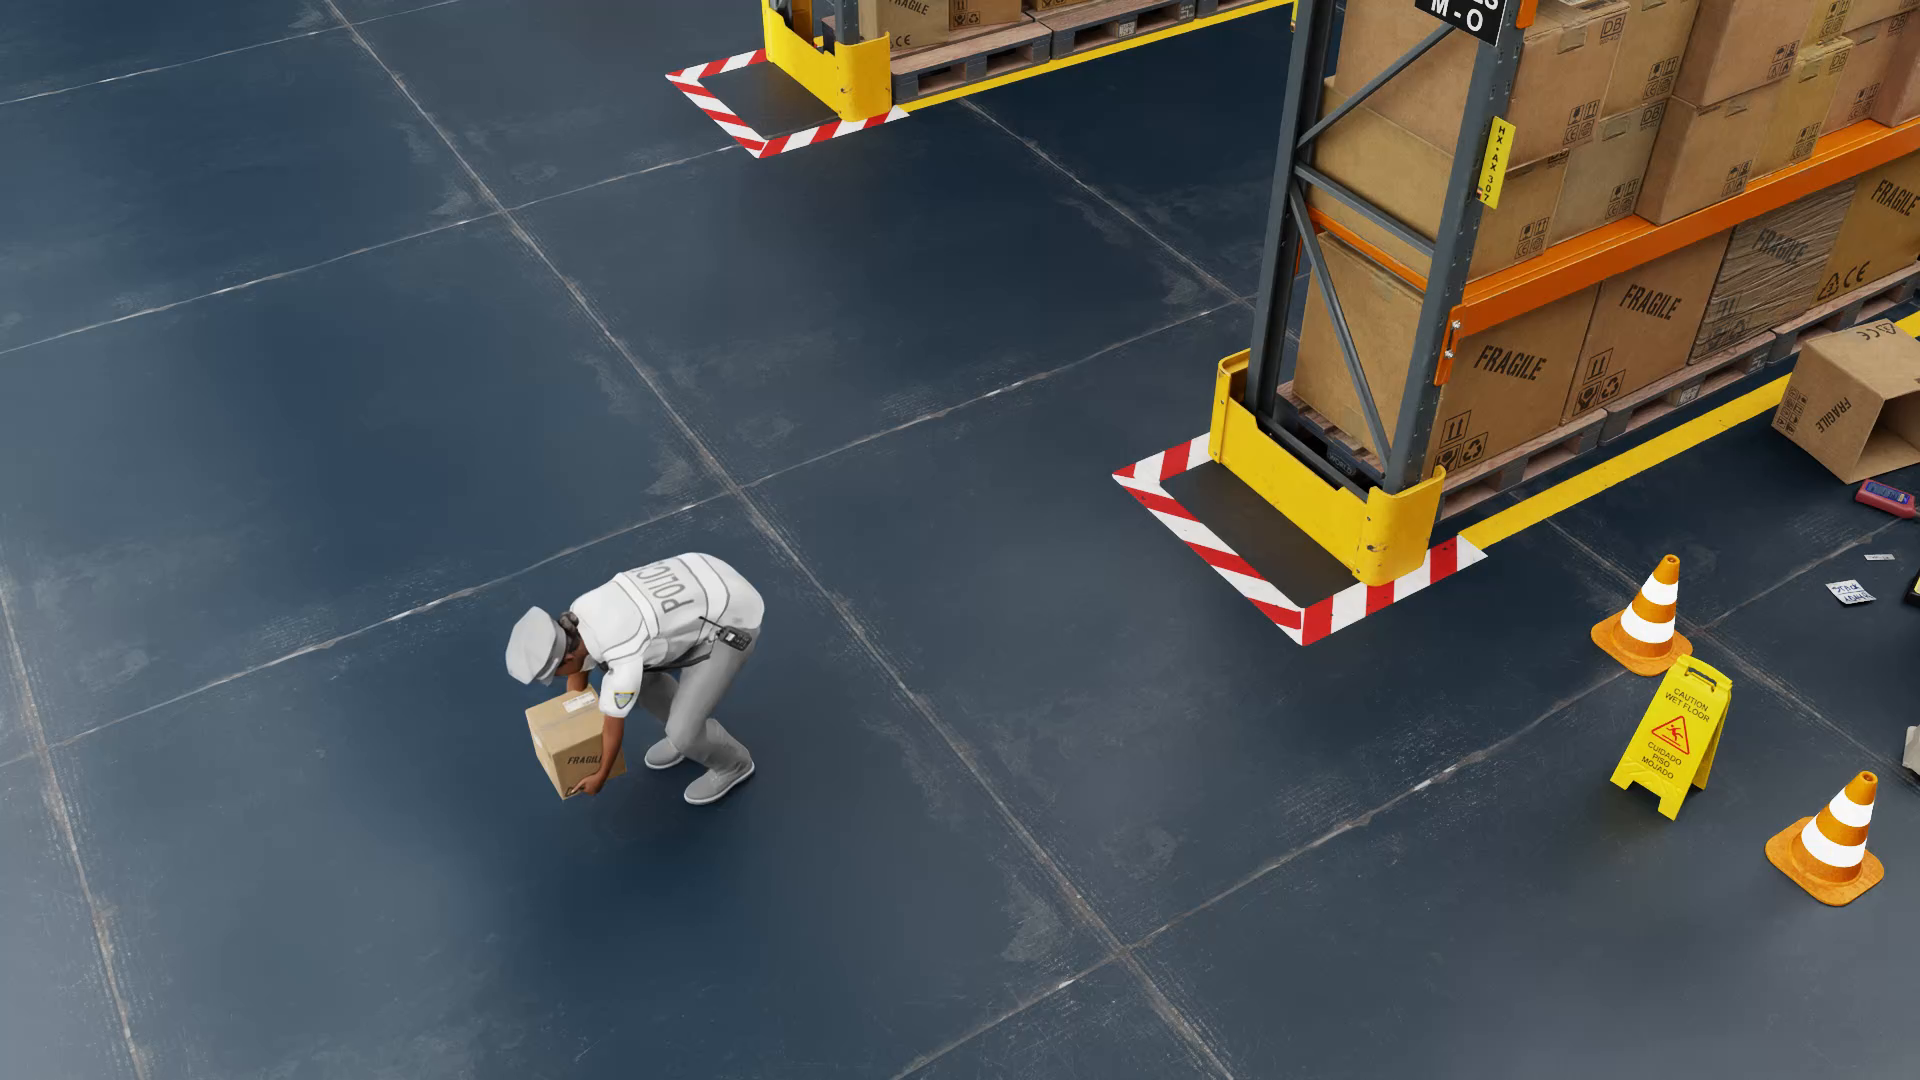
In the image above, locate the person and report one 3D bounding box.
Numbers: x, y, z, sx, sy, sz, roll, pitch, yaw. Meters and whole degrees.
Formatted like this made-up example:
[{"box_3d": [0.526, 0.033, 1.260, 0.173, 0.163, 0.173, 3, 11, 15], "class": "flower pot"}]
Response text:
[{"box_3d": [-1.131, 0.538, 5.999, 0.933, 1.064, 0.454, -25, 47, -26], "class": "person"}]
